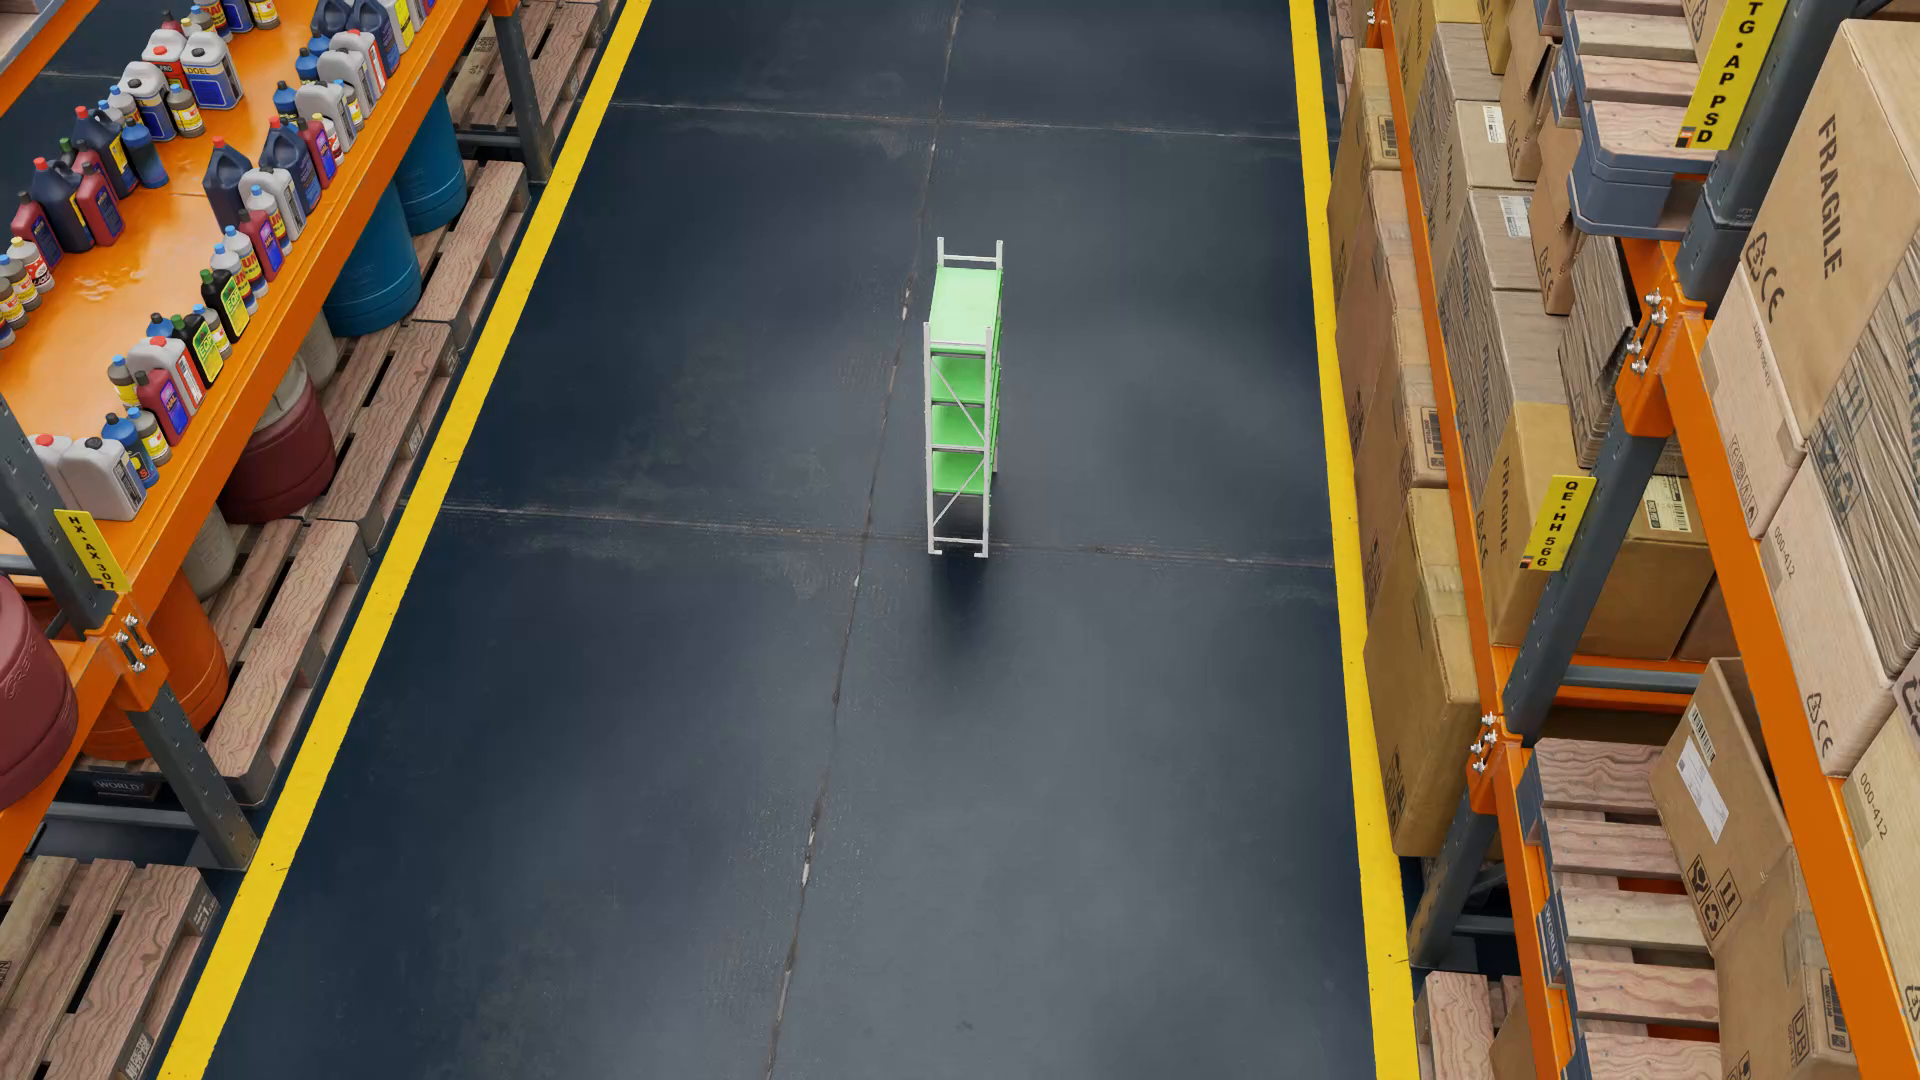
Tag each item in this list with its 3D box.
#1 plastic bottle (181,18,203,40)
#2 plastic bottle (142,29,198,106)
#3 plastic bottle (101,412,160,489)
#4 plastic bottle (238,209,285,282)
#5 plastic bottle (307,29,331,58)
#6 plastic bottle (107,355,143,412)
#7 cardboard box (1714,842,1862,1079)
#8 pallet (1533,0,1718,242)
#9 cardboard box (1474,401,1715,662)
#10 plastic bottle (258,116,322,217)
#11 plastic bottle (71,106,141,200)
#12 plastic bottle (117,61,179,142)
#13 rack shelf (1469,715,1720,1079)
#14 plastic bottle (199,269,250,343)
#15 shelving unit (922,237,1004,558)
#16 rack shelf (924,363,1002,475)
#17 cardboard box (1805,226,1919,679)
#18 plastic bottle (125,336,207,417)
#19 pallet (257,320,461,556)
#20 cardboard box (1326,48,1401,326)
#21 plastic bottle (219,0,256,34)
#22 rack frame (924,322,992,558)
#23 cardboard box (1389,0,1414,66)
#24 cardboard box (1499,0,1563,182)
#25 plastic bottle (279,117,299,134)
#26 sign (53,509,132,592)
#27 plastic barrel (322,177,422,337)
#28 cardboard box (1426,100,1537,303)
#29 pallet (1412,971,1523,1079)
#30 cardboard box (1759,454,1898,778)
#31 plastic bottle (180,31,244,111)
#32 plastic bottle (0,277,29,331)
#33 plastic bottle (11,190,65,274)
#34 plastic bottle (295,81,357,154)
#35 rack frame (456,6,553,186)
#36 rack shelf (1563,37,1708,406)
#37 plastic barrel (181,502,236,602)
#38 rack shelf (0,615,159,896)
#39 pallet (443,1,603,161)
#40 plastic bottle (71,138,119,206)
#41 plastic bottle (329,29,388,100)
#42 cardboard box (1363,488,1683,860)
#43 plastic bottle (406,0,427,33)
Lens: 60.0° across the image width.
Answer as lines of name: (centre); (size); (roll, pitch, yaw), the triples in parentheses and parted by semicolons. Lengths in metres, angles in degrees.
plastic bottle: (-3.093, -2.007, 6.714); (0.097, 0.201, 0.097); (0, 48, 0)
plastic bottle: (-3.088, -1.847, 6.517); (0.152, 0.276, 0.135); (4, 48, 4)
plastic bottle: (-2.548, -0.281, 5.087); (0.097, 0.271, 0.097); (0, 48, 0)
plastic bottle: (-2.435, -1.048, 5.780); (0.061, 0.283, 0.133); (4, 48, 4)
plastic bottle: (-2.501, -1.885, 6.554); (0.097, 0.271, 0.097); (0, 48, 0)
plastic bottle: (-2.669, -0.509, 5.343); (0.097, 0.201, 0.097); (0, 48, 0)
cardboard box: (2.025, 1.029, 3.449); (0.700, 0.500, 0.500); (10, 48, 9)
pallet: (1.991, -1.037, 3.787); (1.213, 0.211, 1.003); (6, 48, 5)
cardboard box: (1.784, -0.025, 4.698); (0.500, 0.500, 0.500); (5, 48, 5)
plastic bottle: (-2.441, -1.361, 6.021); (0.144, 0.351, 0.185); (4, 48, 4)
plastic bottle: (-3.146, -1.442, 6.095); (0.144, 0.351, 0.185); (4, 48, 4)
plastic bottle: (-3.109, -1.677, 6.361); (0.152, 0.276, 0.135); (4, 48, 4)
rack shelf: (1.803, 2.101, 3.309); (1.077, 0.370, 4.000); (4, 48, 4)
plastic bottle: (-2.465, -0.807, 5.560); (0.061, 0.283, 0.133); (4, 48, 4)
shelving unit: (0.015, -0.527, 6.444); (0.258, 1.200, 0.503); (4, 48, 4)
rack shelf: (0.015, -0.483, 6.492); (0.258, 0.148, 0.480); (4, 48, 4)
cardboard box: (1.637, -0.126, 2.419); (0.500, 0.500, 0.500); (4, 48, 4)
plastic bottle: (-2.543, -0.539, 5.320); (0.152, 0.276, 0.135); (4, 48, 4)
pallet: (-2.803, -0.480, 7.072); (1.003, 0.211, 1.213); (4, 48, 4)
cardboard box: (2.312, -1.504, 7.274); (1.225, 0.875, 0.875); (4, 48, 4)
plastic bottle: (-3.037, -2.259, 6.893); (0.152, 0.276, 0.135); (4, 48, 4)
rack frame: (-0.007, -0.347, 6.280); (0.240, 1.200, 0.015); (4, 48, 4)
cardboard box: (2.059, -2.264, 6.746); (0.500, 0.500, 0.500); (4, 48, 4)
cardboard box: (2.185, -1.492, 5.360); (0.797, 0.503, 0.637); (5, 48, 5)
plastic bottle: (-2.465, -1.440, 6.147); (0.097, 0.271, 0.097); (0, 48, 0)
sign: (-2.398, 0.032, 4.603); (0.100, 0.325, 0.005); (4, 48, 4)
plastic barrel: (-2.713, -1.399, 7.160); (0.600, 0.901, 0.708); (4, 48, 4)
cardboard box: (1.926, -1.146, 5.724); (0.500, 0.500, 0.500); (5, 48, 4)
pallet: (1.913, 1.904, 4.892); (1.003, 0.211, 1.213); (4, 48, 4)
cardboard box: (1.642, 0.132, 2.691); (0.500, 0.250, 0.500); (5, 48, 4)
plastic bottle: (-2.937, -1.837, 6.507); (0.152, 0.276, 0.135); (4, 48, 4)
plastic bottle: (-3.241, -0.814, 5.623); (0.097, 0.201, 0.097); (0, 48, 0)
plastic bottle: (-3.231, -1.071, 5.802); (0.061, 0.283, 0.133); (4, 48, 4)
plastic bottle: (-2.409, -1.623, 6.311); (0.152, 0.276, 0.135); (4, 48, 4)
rack frame: (-2.582, -2.884, 7.381); (1.000, 3.000, 0.127); (4, 48, 4)
rack shelf: (2.168, -1.851, 4.891); (1.077, 0.370, 4.000); (4, 48, 4)
plastic barrel: (-2.957, -0.028, 6.171); (0.421, 0.512, 0.421); (0, 48, 0)
rack shelf: (-3.129, 1.768, 3.614); (1.077, 0.370, 4.000); (4, 48, 4)
pallet: (-2.554, -2.486, 8.907); (1.003, 0.211, 1.213); (4, 48, 4)
plastic bottle: (-3.141, -1.301, 6.012); (0.061, 0.283, 0.133); (4, 48, 4)
plastic bottle: (-2.376, -1.892, 6.558); (0.152, 0.276, 0.135); (4, 48, 4)
cardboard box: (2.069, 0.458, 5.480); (1.225, 0.875, 0.875); (2, 48, 2)
plastic bottle: (-2.330, -2.262, 6.896); (0.152, 0.276, 0.135); (4, 48, 4)
